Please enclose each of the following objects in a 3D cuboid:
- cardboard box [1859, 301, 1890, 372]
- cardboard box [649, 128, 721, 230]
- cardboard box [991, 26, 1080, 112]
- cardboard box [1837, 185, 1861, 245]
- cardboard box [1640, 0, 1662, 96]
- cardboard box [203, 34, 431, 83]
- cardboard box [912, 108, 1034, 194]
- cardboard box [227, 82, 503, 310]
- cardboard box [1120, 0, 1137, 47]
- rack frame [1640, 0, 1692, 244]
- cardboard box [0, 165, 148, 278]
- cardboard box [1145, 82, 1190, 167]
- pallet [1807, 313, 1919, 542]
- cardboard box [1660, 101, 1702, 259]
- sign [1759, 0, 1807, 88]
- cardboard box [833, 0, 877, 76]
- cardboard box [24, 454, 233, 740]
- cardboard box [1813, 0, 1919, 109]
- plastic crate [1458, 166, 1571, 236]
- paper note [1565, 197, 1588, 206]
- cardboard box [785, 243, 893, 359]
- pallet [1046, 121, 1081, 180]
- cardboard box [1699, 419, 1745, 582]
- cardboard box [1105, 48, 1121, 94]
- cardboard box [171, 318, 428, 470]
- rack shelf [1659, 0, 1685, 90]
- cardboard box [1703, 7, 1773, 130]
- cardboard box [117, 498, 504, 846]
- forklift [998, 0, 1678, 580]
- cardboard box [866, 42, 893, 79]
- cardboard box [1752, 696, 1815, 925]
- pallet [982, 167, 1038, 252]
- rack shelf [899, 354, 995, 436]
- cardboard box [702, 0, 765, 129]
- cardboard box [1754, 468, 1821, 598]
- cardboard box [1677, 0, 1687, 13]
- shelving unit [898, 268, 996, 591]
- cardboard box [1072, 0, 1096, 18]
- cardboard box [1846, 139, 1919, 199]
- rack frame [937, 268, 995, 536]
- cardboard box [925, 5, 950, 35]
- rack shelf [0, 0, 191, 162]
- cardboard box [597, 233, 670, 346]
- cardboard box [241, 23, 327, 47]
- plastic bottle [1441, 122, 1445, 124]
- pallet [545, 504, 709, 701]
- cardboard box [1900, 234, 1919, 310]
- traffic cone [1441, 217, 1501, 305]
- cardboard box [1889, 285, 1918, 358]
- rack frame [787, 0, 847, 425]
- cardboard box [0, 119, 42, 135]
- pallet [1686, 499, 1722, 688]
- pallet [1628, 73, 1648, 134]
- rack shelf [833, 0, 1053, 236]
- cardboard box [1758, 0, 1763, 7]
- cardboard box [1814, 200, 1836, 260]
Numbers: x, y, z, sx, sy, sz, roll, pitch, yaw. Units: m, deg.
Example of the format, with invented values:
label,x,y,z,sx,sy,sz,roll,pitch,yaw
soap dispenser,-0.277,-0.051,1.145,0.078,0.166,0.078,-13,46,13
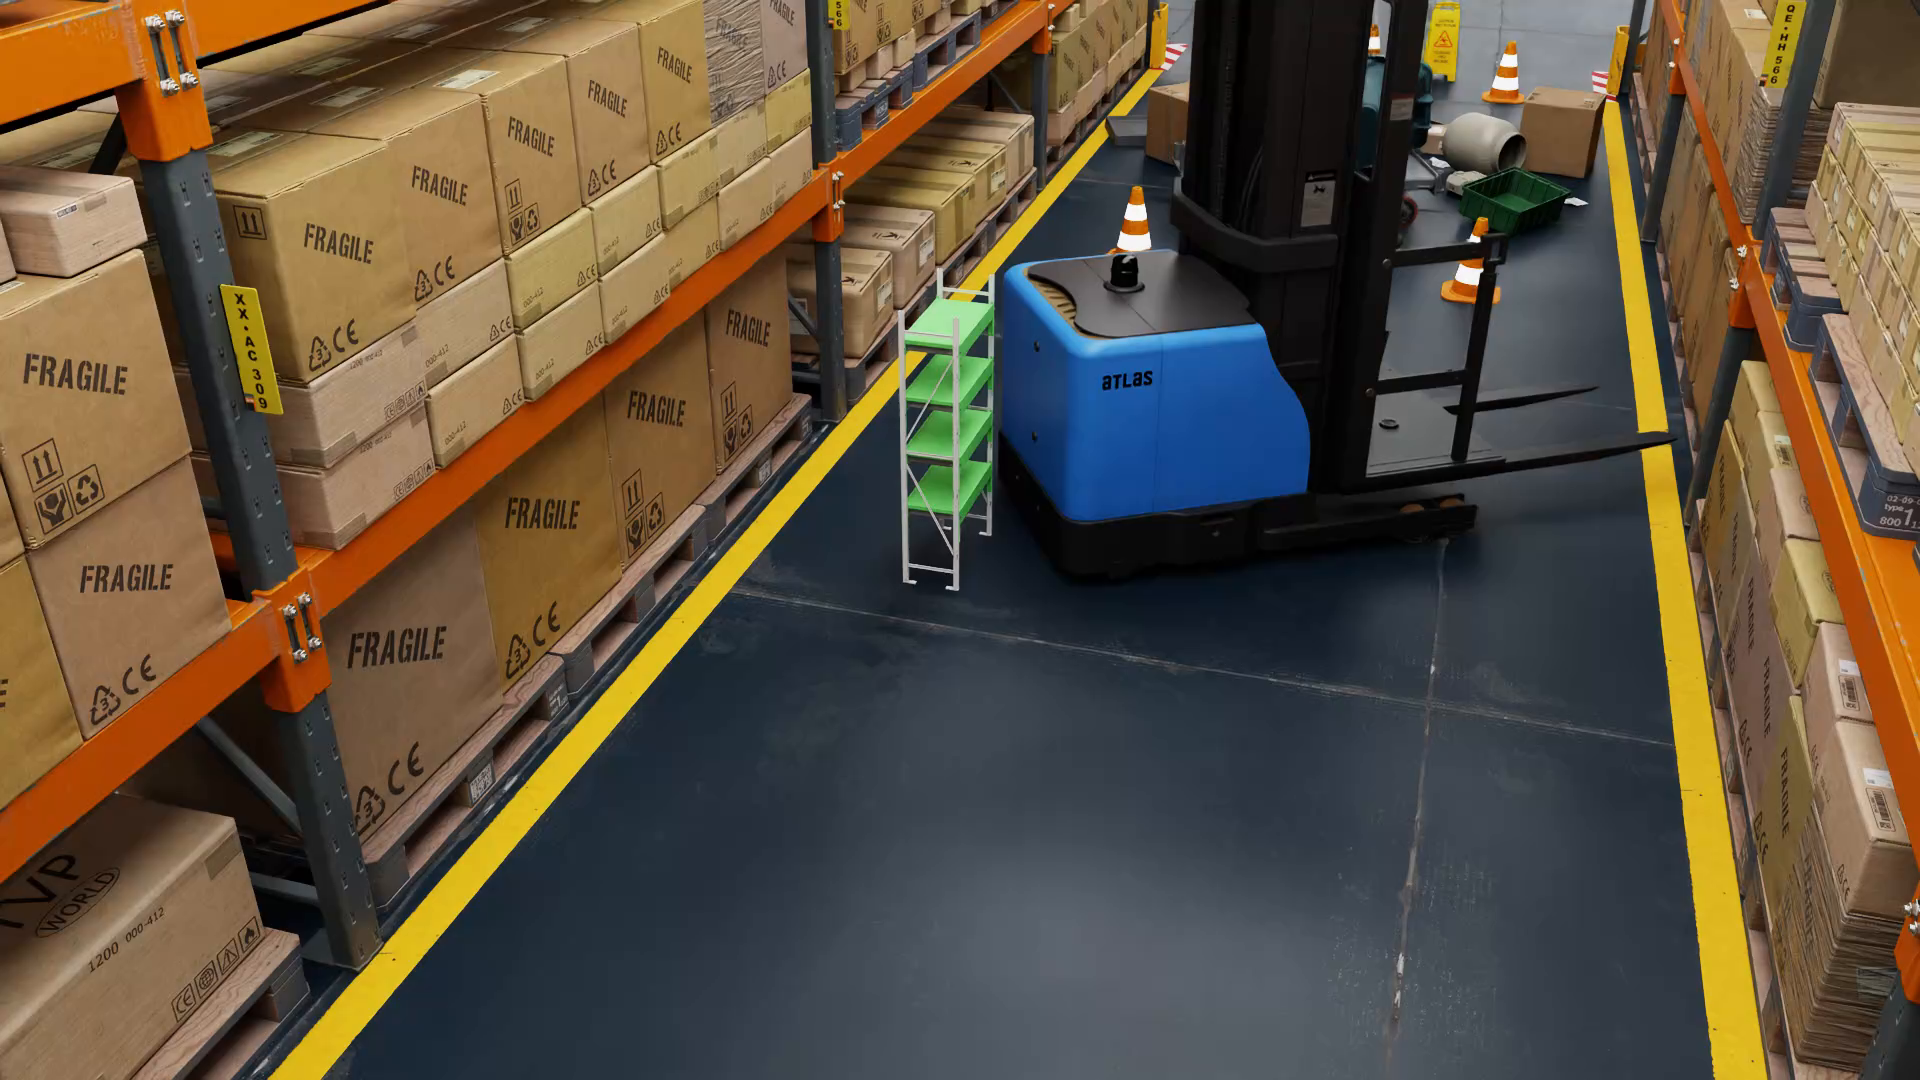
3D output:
label,x,y,z,sx,sy,sz,roll,pitch,yaw
cardboard box,2.985,-0.600,5.069,0.380,0.149,0.250,9,30,16
cardboard box,-1.242,-1.393,6.309,0.500,0.250,0.500,8,30,14
cardboard box,0.540,-3.385,11.875,0.500,0.500,0.500,10,31,17
cardboard box,3.210,-1.079,5.624,0.380,0.149,0.250,8,30,13
cardboard box,5.908,-3.970,13.054,0.875,0.875,0.875,9,30,15
cardboard box,-2.036,-1.321,5.407,0.500,0.500,0.500,9,30,16
cardboard box,-0.043,-2.631,11.165,0.950,0.372,0.625,9,30,16
cardboard box,-1.713,-1.007,4.843,0.500,0.500,0.500,8,30,15
cardboard box,1.147,-4.356,13.620,0.500,0.500,0.500,10,31,17
rack frame,4.870,-3.181,9.882,1.000,3.000,0.127,8,30,15
cardboard box,-2.026,-0.698,3.620,0.380,0.149,0.250,8,30,14
cardboard box,1.724,-3.052,12.220,0.500,0.500,0.500,-17,34,-28
pallet,3.154,-0.312,4.923,1.003,0.211,1.213,8,30,15
cardboard box,4.774,-2.080,9.785,1.050,0.750,0.750,8,30,15
sign,3.165,-1.905,6.398,0.100,0.325,0.005,8,30,15
cardboard box,-0.712,-2.514,7.843,0.500,0.500,0.500,8,30,13
cardboard box,-2.131,0.086,3.907,0.500,0.500,0.500,9,30,15
cardboard box,3.837,-2.010,6.645,0.700,0.500,0.500,8,30,15
plastic crate,3.669,-2.245,11.033,0.662,0.188,0.450,-24,47,-37
paper note,4.202,-2.325,11.397,0.147,0.020,0.142,-12,31,-20
cardboard box,-0.890,-1.277,8.732,0.950,0.372,0.625,6,30,11
pallet,0.272,-2.939,12.315,1.003,0.211,1.213,8,30,15
cardboard box,3.245,-0.120,6.520,0.500,0.500,0.500,7,30,13
cardboard box,0.995,-3.783,13.361,0.500,0.250,0.500,7,30,13
cardboard box,-1.841,-0.439,4.594,0.500,0.250,0.500,8,30,13
rack shelf,5.457,-3.796,11.728,1.077,0.370,4.000,8,30,15
cardboard box,4.013,-2.316,8.224,0.500,0.500,0.500,9,30,16
cardboard box,-2.134,0.323,5.337,0.875,0.875,0.875,9,30,16
forklift,1.749,-1.508,6.946,3.031,2.935,1.130,-8,30,-14
cardboard box,-0.553,-2.426,8.353,0.380,0.149,0.250,7,30,12
cardboard box,2.649,0.828,4.816,0.500,0.500,0.500,8,30,14
pallet,-0.118,-2.259,11.094,1.003,0.211,1.213,8,30,15
rack shelf,-0.049,-0.601,6.734,0.258,0.148,0.480,8,30,15
cardboard box,-1.110,-1.944,6.528,0.500,0.500,0.500,9,30,16
cardboard box,2.956,0.009,5.516,0.500,0.250,0.500,9,30,15
cardboard box,5.107,-3.678,10.622,0.875,0.550,0.550,8,30,15
shelving unit,-0.049,-0.447,6.820,0.258,1.200,0.503,8,30,15
cardboard box,0.783,-3.957,12.236,0.380,0.149,0.250,10,31,17
cardboard box,3.223,-1.230,5.589,0.380,0.149,0.250,8,30,15
rack frame,0.023,-0.561,7.024,0.240,1.200,0.015,8,30,15
cardboard box,-0.272,-2.923,9.246,0.380,0.149,0.250,9,30,16
rack shelf,-2.827,-0.189,2.159,1.077,0.370,4.000,8,30,15
cardboard box,-1.386,-0.931,5.992,0.500,0.250,0.500,8,30,14
cardboard box,-4.780,-3.448,12.374,0.875,0.625,0.625,10,31,17
plastic bottle,3.726,-3.169,12.883,0.133,0.061,0.283,-1,29,-3
pallet,-1.729,0.158,6.748,1.003,0.211,1.213,8,30,15
cardboard box,2.914,-0.742,4.712,0.380,0.149,0.250,8,30,14
traffic cone,3.033,-1.664,9.766,0.336,0.463,0.334,8,30,15
cardboard box,2.910,-0.605,4.772,0.380,0.149,0.250,10,30,17
rack frame,-1.065,-1.981,7.726,1.000,3.000,0.127,8,30,15
cardboard box,-5.615,-2.121,9.988,0.875,0.625,0.625,9,30,16
pallet,3.465,0.260,6.566,1.003,0.211,1.213,8,30,15
pallet,5.884,-3.438,13.213,1.003,0.211,1.213,8,30,15
rack shelf,-0.478,-2.596,9.571,1.077,0.370,4.000,8,30,15
cardboard box,4.432,-2.955,8.346,0.700,0.500,0.500,9,30,15
cardboard box,3.293,-1.092,5.953,0.380,0.149,0.250,10,31,17
